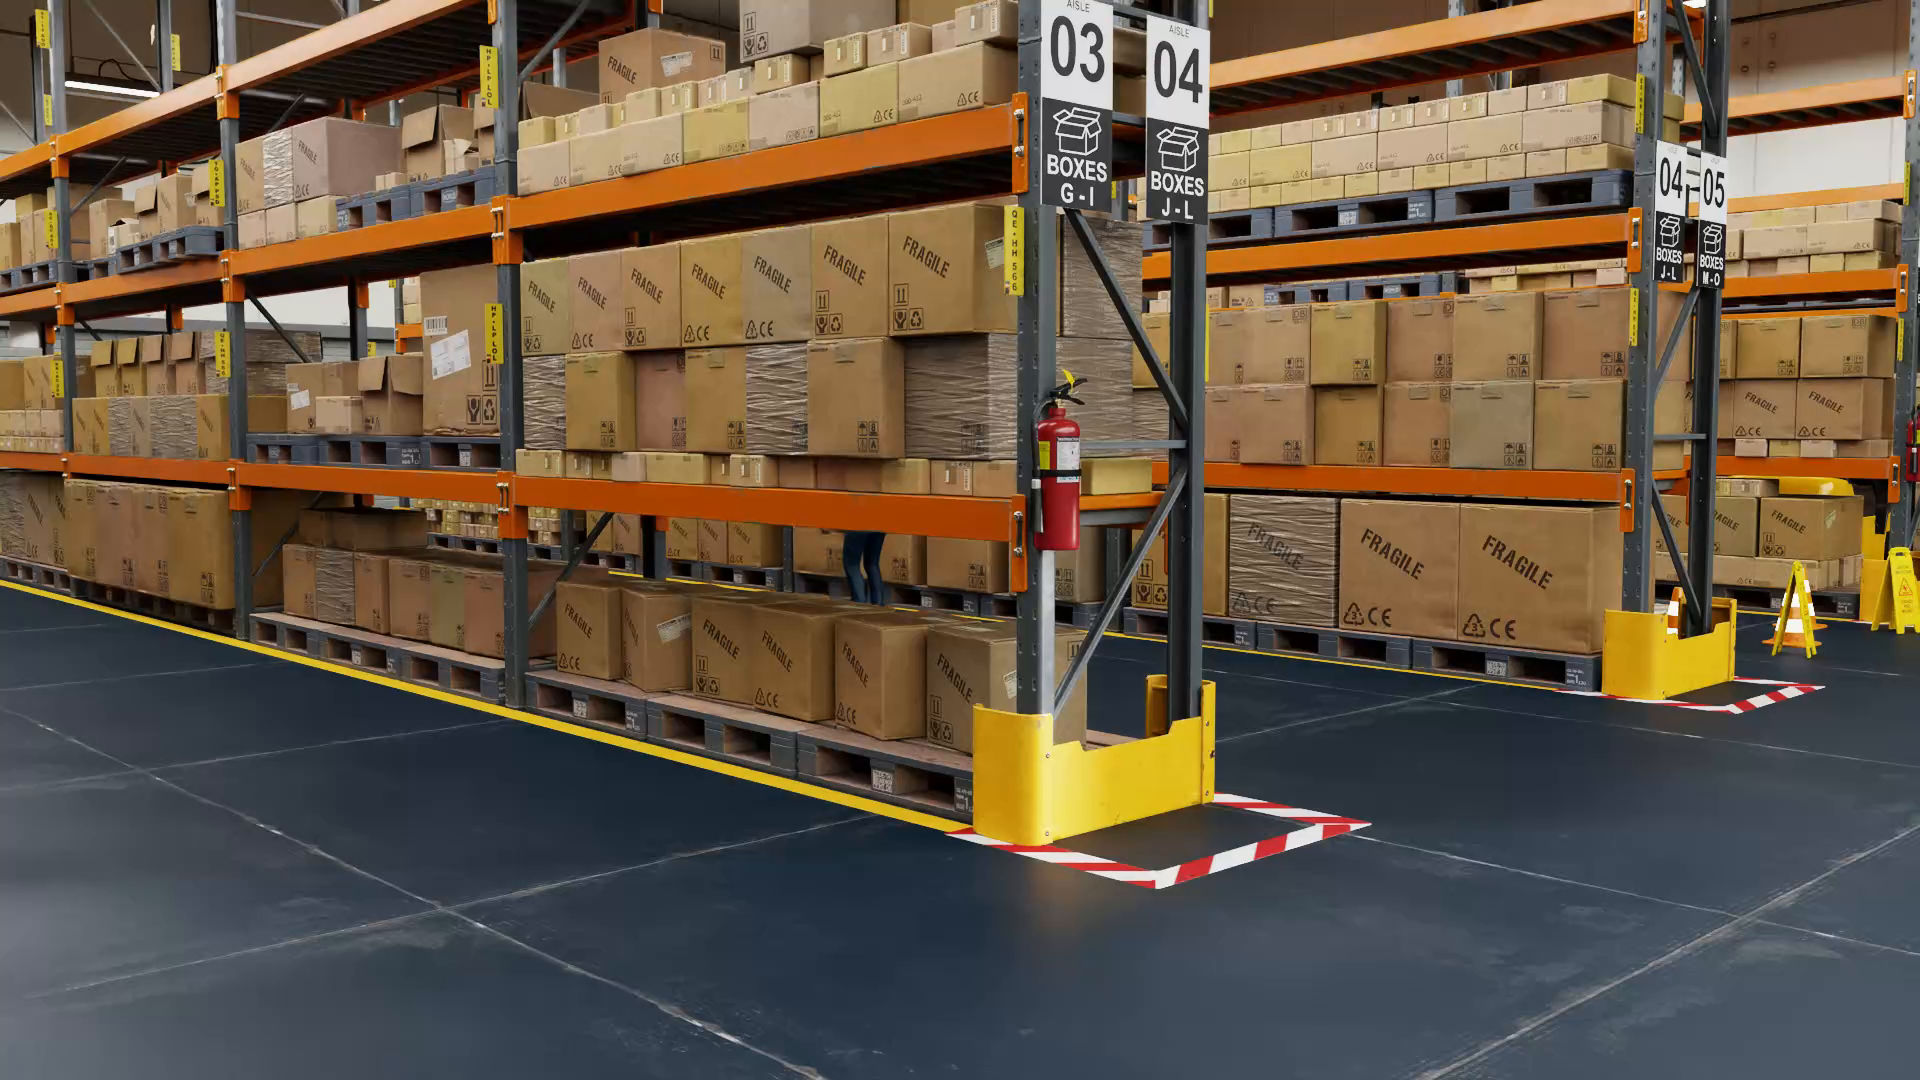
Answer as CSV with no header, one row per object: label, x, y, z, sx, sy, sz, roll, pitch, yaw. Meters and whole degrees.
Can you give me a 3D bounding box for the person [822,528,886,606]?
person,-0.807,-0.103,13.001,0.372,1.560,0.532,-4,6,-45
